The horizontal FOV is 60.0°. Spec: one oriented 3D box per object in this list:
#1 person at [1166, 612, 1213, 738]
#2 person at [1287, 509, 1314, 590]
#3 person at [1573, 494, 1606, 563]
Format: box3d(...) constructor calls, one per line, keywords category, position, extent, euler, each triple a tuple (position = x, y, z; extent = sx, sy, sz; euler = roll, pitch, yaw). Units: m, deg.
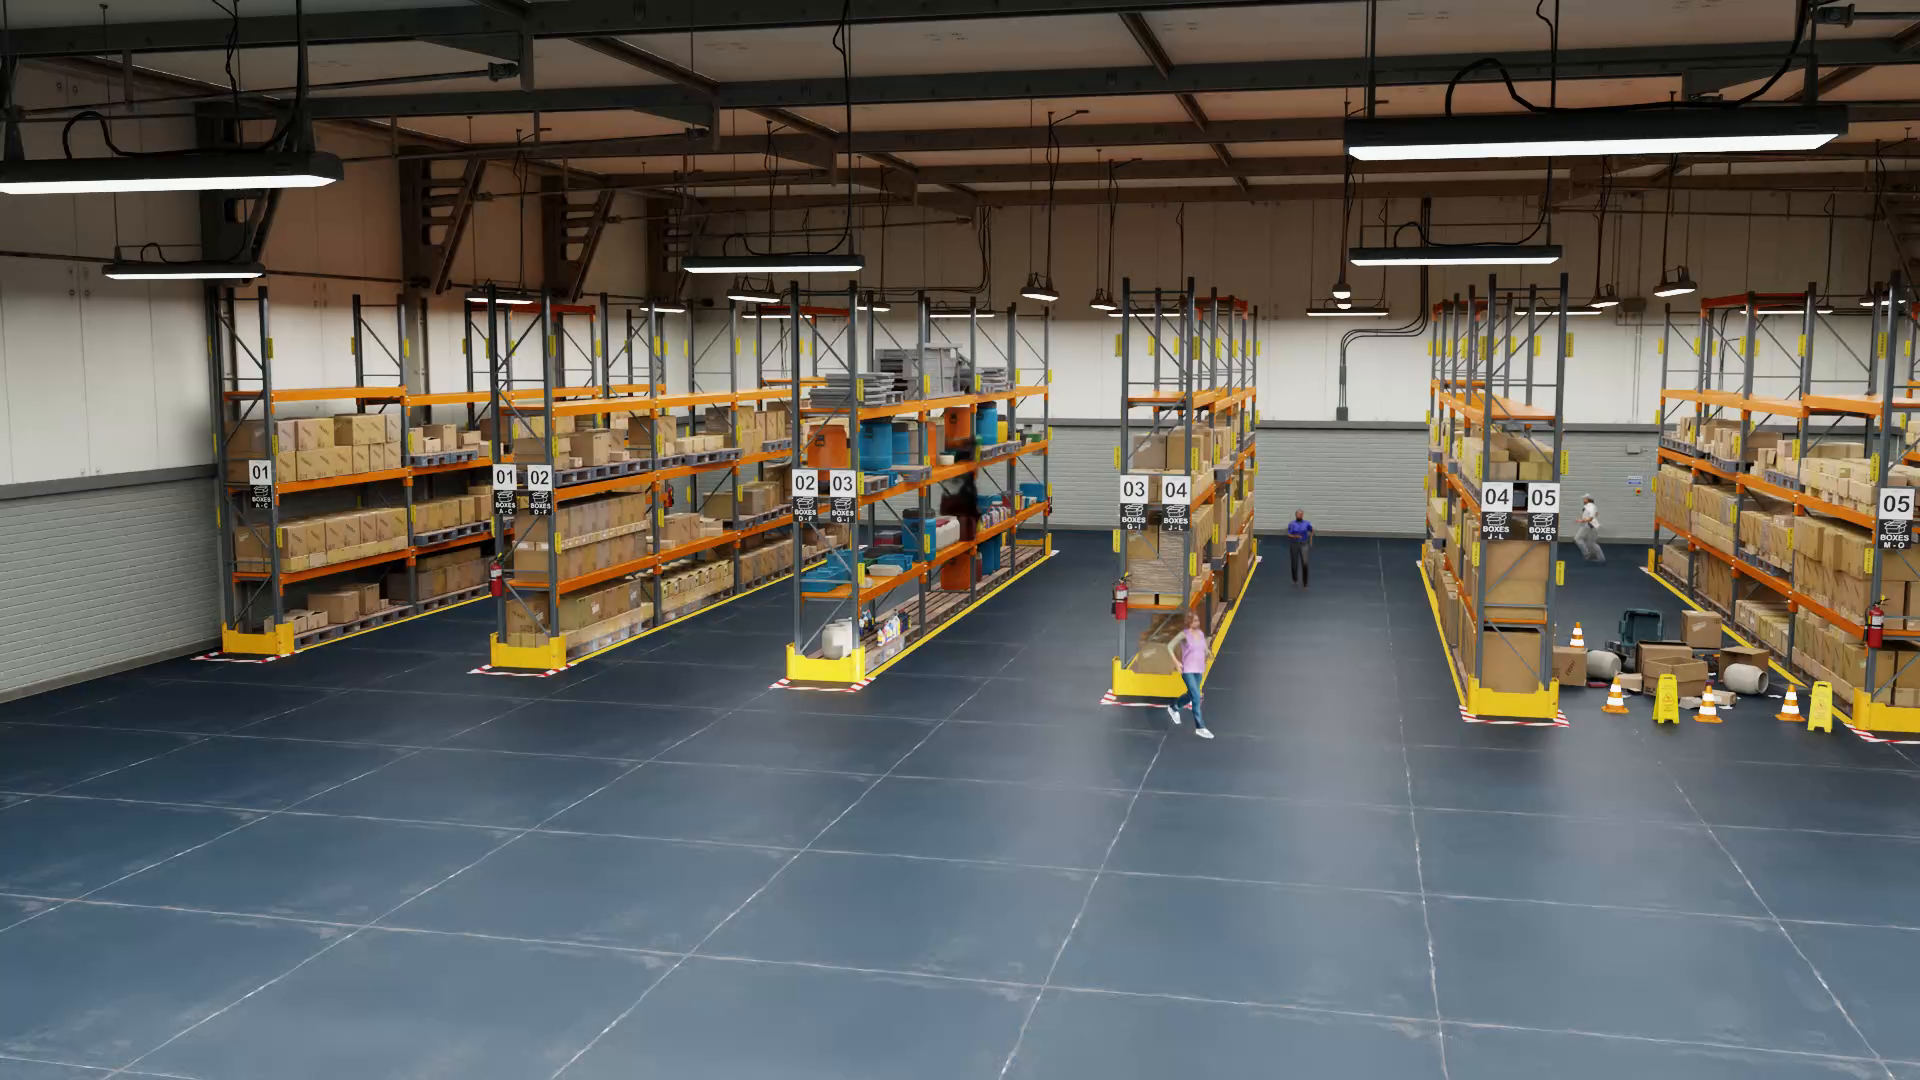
box3d(category="person", position=(2.991, 1.717, 21.594), extent=(0.550, 1.588, 0.885), euler=(-5, 8, -36))
box3d(category="person", position=(7.103, 0.210, 34.727), extent=(0.564, 1.714, 0.712), euler=(1, 7, 9))
box3d(category="person", position=(14.726, -0.260, 38.880), extent=(0.760, 1.657, 0.529), euler=(1, 7, 9))
